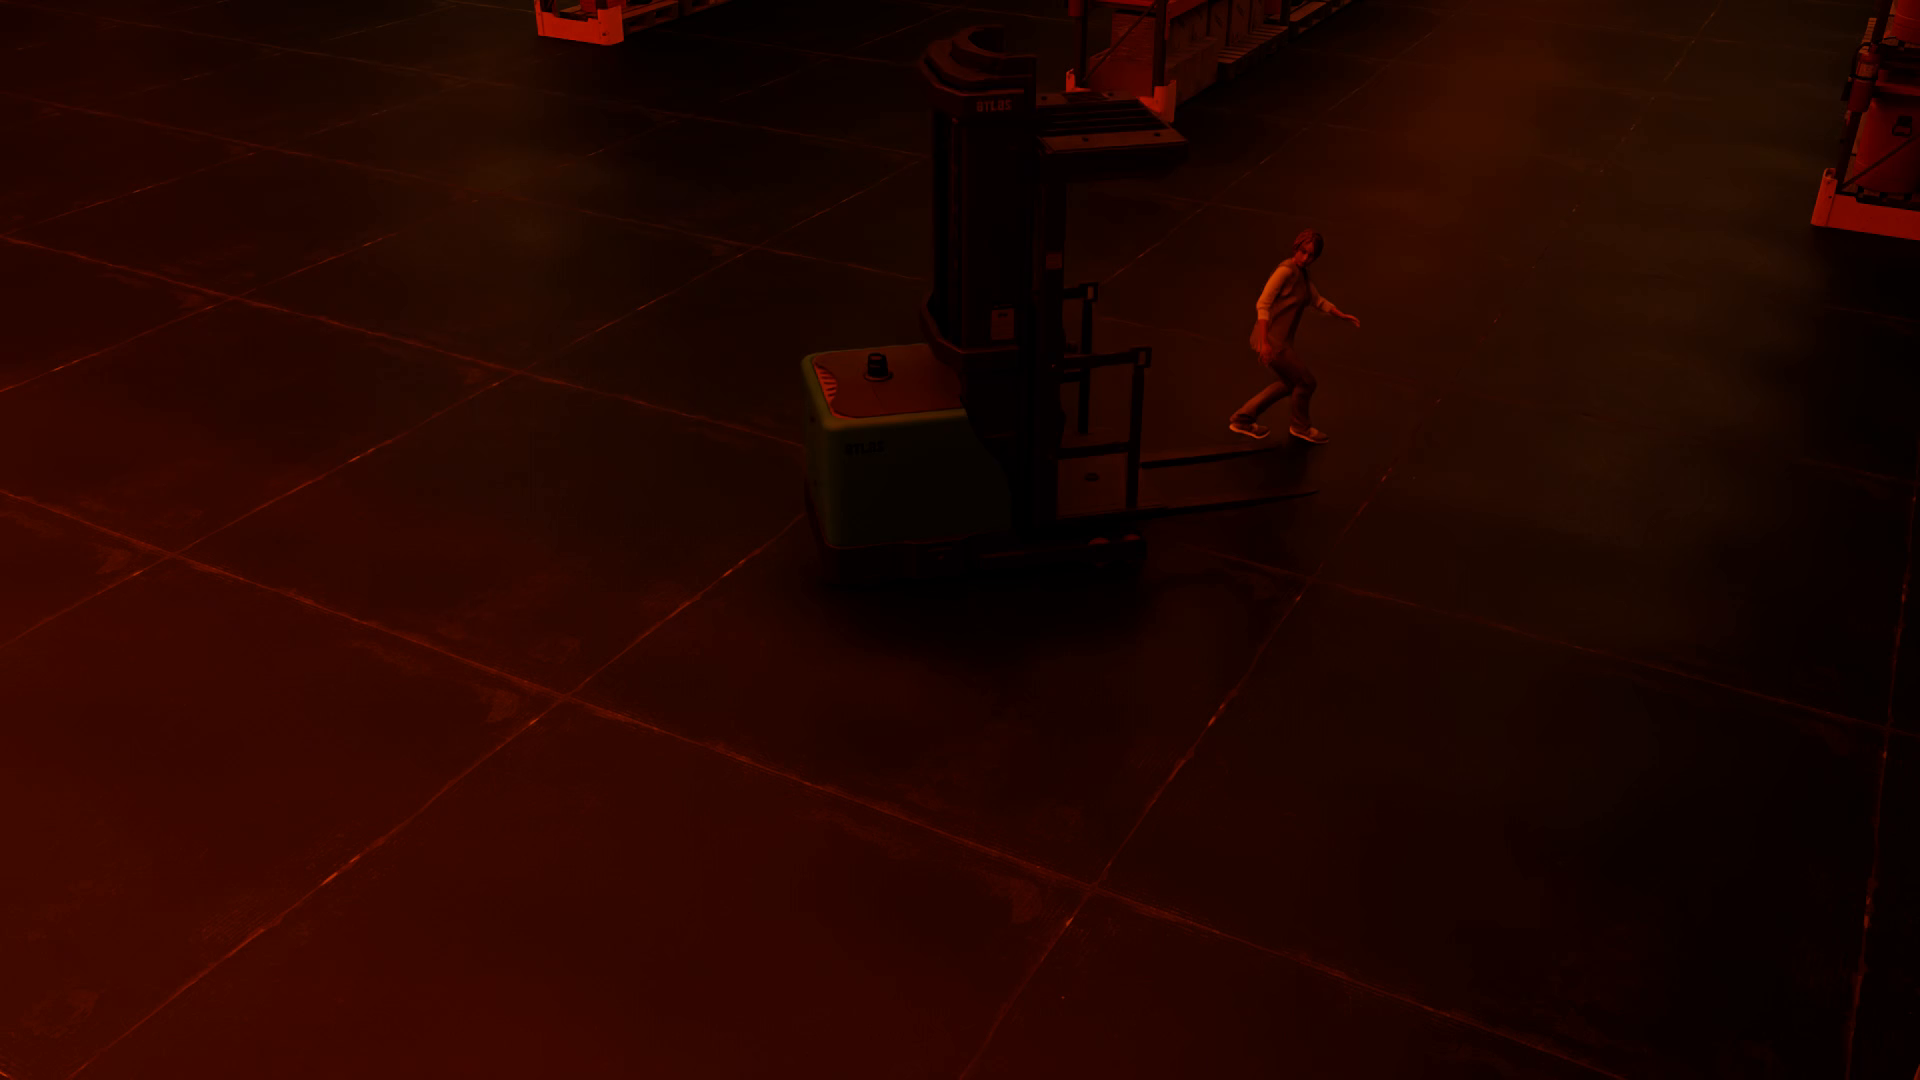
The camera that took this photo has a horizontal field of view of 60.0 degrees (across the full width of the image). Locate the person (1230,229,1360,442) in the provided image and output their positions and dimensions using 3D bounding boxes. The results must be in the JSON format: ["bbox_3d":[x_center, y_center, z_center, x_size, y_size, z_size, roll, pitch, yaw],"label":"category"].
[{"bbox_3d":[2.170,-1.247,10.718,0.764,1.480,0.702,7,31,12],"label":"person"}]

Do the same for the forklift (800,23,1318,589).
[{"bbox_3d":[0.621,-1.366,9.438,3.031,2.935,1.130,-7,31,-11],"label":"forklift"}]
